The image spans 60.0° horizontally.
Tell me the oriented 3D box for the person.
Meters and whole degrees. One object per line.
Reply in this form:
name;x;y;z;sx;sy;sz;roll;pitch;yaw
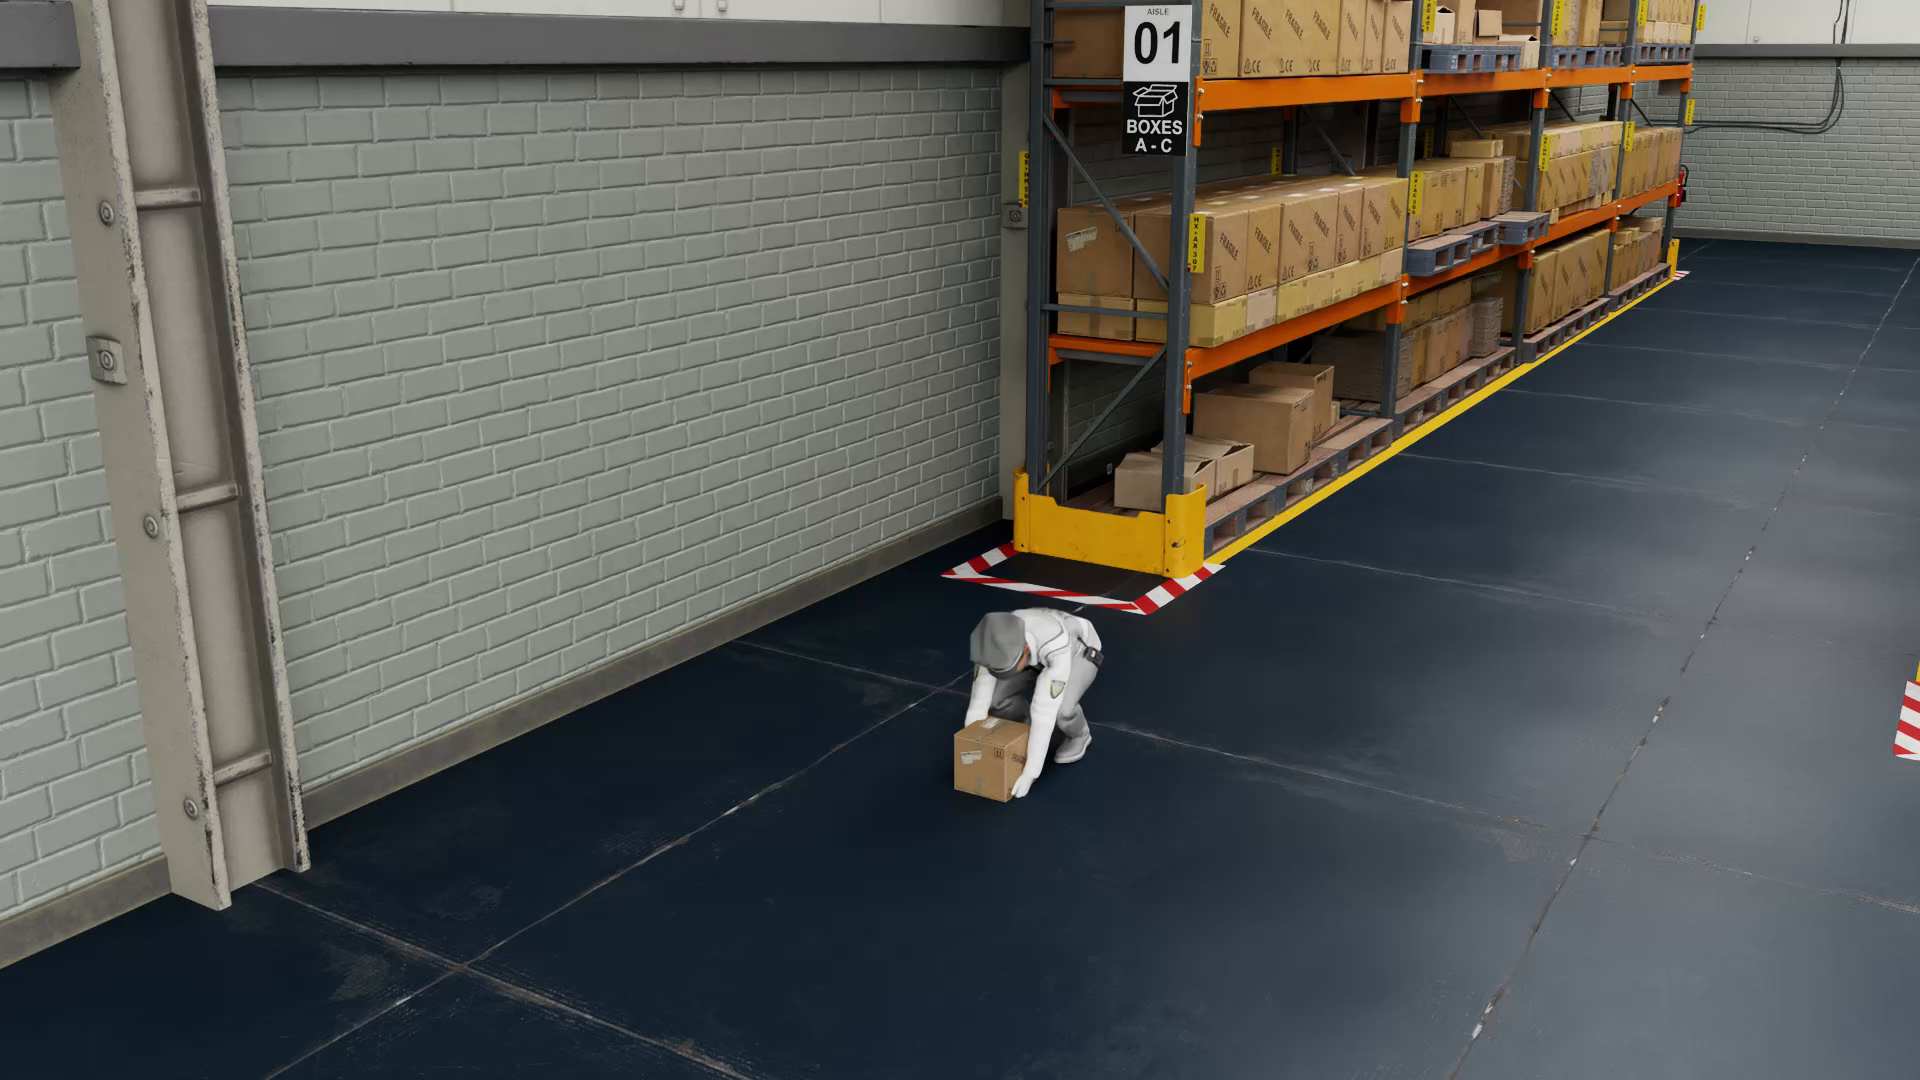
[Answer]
person;0.302;0.619;7.110;0.467;0.835;0.894;9;19;29
